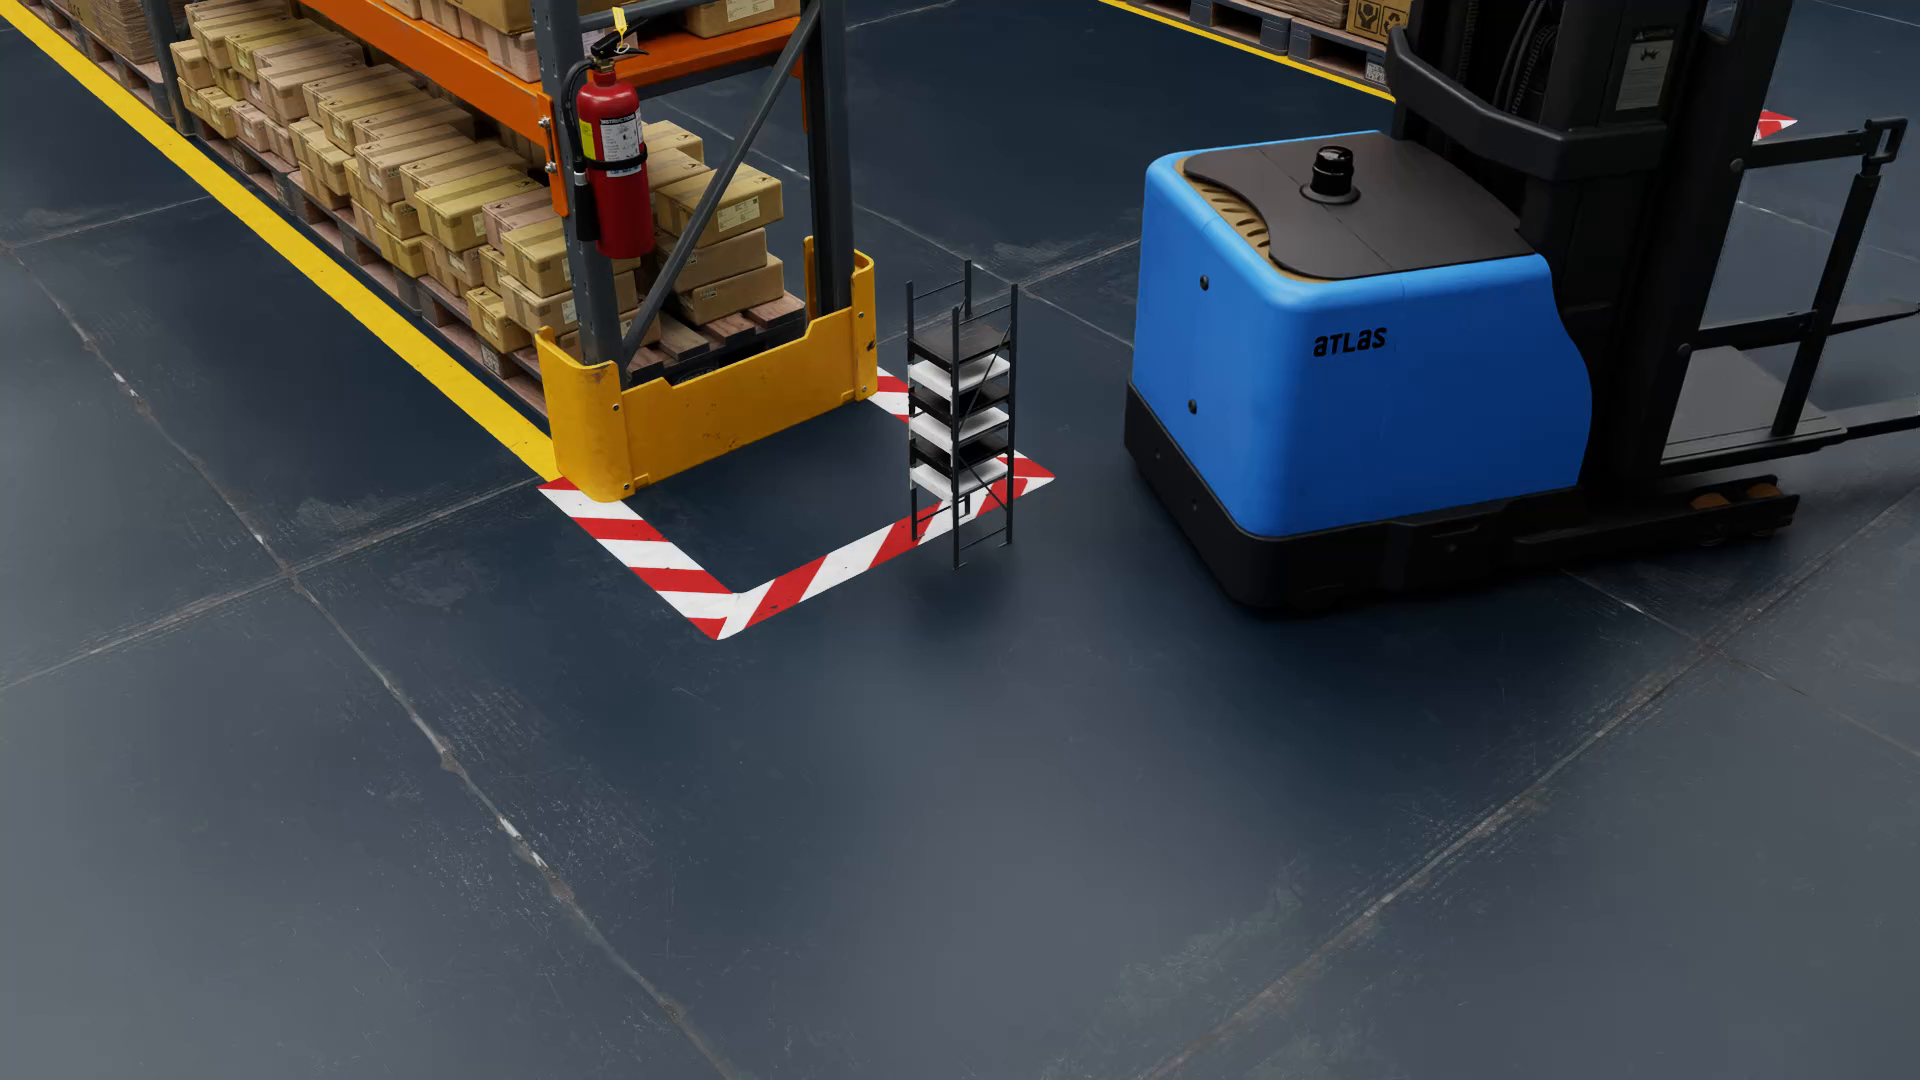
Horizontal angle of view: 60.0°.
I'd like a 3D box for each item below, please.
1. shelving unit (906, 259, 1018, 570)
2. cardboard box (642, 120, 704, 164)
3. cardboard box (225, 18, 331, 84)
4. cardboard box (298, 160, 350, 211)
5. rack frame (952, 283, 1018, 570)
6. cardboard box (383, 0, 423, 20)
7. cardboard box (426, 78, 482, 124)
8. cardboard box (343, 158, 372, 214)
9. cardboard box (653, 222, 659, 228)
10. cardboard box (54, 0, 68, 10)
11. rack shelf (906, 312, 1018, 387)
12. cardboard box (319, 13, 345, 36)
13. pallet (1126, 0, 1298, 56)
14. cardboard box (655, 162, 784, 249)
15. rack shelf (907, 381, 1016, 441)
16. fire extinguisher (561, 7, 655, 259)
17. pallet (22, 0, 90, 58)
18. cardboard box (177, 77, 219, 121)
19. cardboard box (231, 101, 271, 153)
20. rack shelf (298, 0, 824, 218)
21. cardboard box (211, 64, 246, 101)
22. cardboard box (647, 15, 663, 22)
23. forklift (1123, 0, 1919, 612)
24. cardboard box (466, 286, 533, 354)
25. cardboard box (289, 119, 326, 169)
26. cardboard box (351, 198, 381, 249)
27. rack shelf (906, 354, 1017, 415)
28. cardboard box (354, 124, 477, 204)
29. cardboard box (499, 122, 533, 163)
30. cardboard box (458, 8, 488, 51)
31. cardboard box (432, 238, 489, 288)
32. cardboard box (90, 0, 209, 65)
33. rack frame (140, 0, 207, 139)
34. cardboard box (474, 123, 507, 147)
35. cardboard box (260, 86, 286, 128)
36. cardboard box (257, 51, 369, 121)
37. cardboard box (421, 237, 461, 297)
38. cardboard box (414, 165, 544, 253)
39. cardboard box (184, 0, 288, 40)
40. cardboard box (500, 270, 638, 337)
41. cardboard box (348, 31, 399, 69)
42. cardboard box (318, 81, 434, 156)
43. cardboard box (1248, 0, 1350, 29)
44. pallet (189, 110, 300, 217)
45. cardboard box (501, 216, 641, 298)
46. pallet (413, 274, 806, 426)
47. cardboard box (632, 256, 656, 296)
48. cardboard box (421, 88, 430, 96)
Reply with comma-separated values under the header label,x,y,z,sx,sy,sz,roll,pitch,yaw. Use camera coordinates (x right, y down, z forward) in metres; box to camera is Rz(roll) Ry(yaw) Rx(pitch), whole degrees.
label,x,y,z,sx,sy,sz,roll,pitch,yaw
shelving unit,0.005,-0.364,4.985,0.258,0.900,0.210,-26,43,-32
cardboard box,-1.192,-1.434,6.269,0.380,0.149,0.250,-26,43,-32
cardboard box,-2.963,-2.140,7.265,0.380,0.149,0.250,-27,43,-32
cardboard box,-2.502,-1.525,6.912,0.380,0.149,0.250,-27,44,-33
rack frame,0.071,-0.319,4.921,0.240,0.900,0.006,-26,43,-32
cardboard box,-1.693,-1.859,5.496,0.380,0.149,0.250,-25,42,-31
cardboard box,-1.957,-1.847,6.852,0.380,0.149,0.250,-26,43,-32
cardboard box,-2.169,-1.418,6.503,0.380,0.149,0.250,-24,42,-30
cardboard box,-1.054,-1.188,6.178,0.380,0.149,0.250,-26,43,-32
cardboard box,-4.688,-3.195,8.965,0.500,0.500,0.500,-27,43,-33
rack shelf,0.005,-0.557,4.848,0.258,0.077,0.200,-26,43,-32
cardboard box,-2.736,-2.448,7.700,0.380,0.149,0.250,-25,43,-31
pallet,1.717,-3.119,9.472,1.003,0.211,1.213,-26,43,-32
cardboard box,-0.857,-1.198,5.935,0.380,0.149,0.250,-28,44,-34
rack shelf,0.005,-0.410,4.952,0.258,0.077,0.200,-26,43,-32
fire extinguisher,-0.969,-1.123,4.629,0.296,0.674,0.183,-26,43,-32
pallet,-4.655,-3.100,9.444,1.003,0.211,1.213,-26,43,-32
cardboard box,-3.370,-2.083,7.699,0.380,0.149,0.250,-28,44,-34
cardboard box,-2.998,-1.875,7.406,0.380,0.149,0.250,-26,43,-32
rack shelf,-2.069,-2.179,6.354,1.077,0.370,4.000,-26,43,-32
cardboard box,-3.139,-2.127,7.505,0.380,0.149,0.250,-26,43,-31
cardboard box,-0.933,-1.849,5.483,0.380,0.149,0.250,-24,42,-30
forklift,2.125,-1.460,4.775,3.031,2.935,1.130,-10,36,-13
cardboard box,-1.521,-0.828,5.927,0.380,0.149,0.250,-25,42,-30
cardboard box,-2.508,-1.648,6.827,0.380,0.149,0.250,-26,43,-32
cardboard box,-2.168,-1.298,6.591,0.380,0.149,0.250,-25,42,-31
rack shelf,0.005,-0.483,4.900,0.258,0.077,0.200,-26,43,-32
cardboard box,-2.031,-1.415,6.241,0.380,0.149,0.250,-24,42,-30
cardboard box,-1.587,-1.639,6.557,0.380,0.149,0.250,-24,42,-30
cardboard box,-1.337,-1.650,5.201,0.380,0.149,0.250,-26,43,-32
cardboard box,-1.674,-1.074,6.018,0.380,0.149,0.250,-28,44,-33
cardboard box,-4.030,-2.740,8.323,0.500,0.500,0.500,-27,43,-33
rack frame,-3.360,-3.356,7.393,1.000,3.000,0.127,-26,43,-32
cardboard box,-1.813,-1.603,6.764,0.380,0.149,0.250,-24,42,-30
cardboard box,-2.782,-1.913,7.202,0.380,0.149,0.250,-28,44,-34
cardboard box,-2.675,-1.891,6.913,0.380,0.149,0.250,-25,42,-31
cardboard box,-1.795,-1.081,6.284,0.380,0.149,0.250,-26,43,-31
cardboard box,-1.696,-1.179,5.908,0.380,0.149,0.250,-27,43,-33
cardboard box,-3.296,-2.377,7.600,0.380,0.149,0.250,-24,42,-30
cardboard box,-1.337,-0.846,5.695,0.380,0.149,0.250,-27,44,-33
cardboard box,-2.462,-2.198,7.346,0.380,0.149,0.250,-25,42,-30
cardboard box,-2.307,-1.678,6.612,0.380,0.149,0.250,-26,43,-32
cardboard box,2.014,-3.354,8.865,0.875,0.875,0.875,-26,43,-32
pallet,-2.899,-1.934,7.799,1.003,0.211,1.213,-26,43,-32
cardboard box,-1.314,-0.980,5.627,0.380,0.149,0.250,-25,43,-31
pallet,-1.325,-0.857,6.278,1.003,0.211,1.213,-26,43,-32
cardboard box,-1.104,-1.033,6.217,0.380,0.149,0.250,-26,43,-32
cardboard box,-2.119,-1.860,7.126,0.380,0.149,0.250,-28,44,-34
